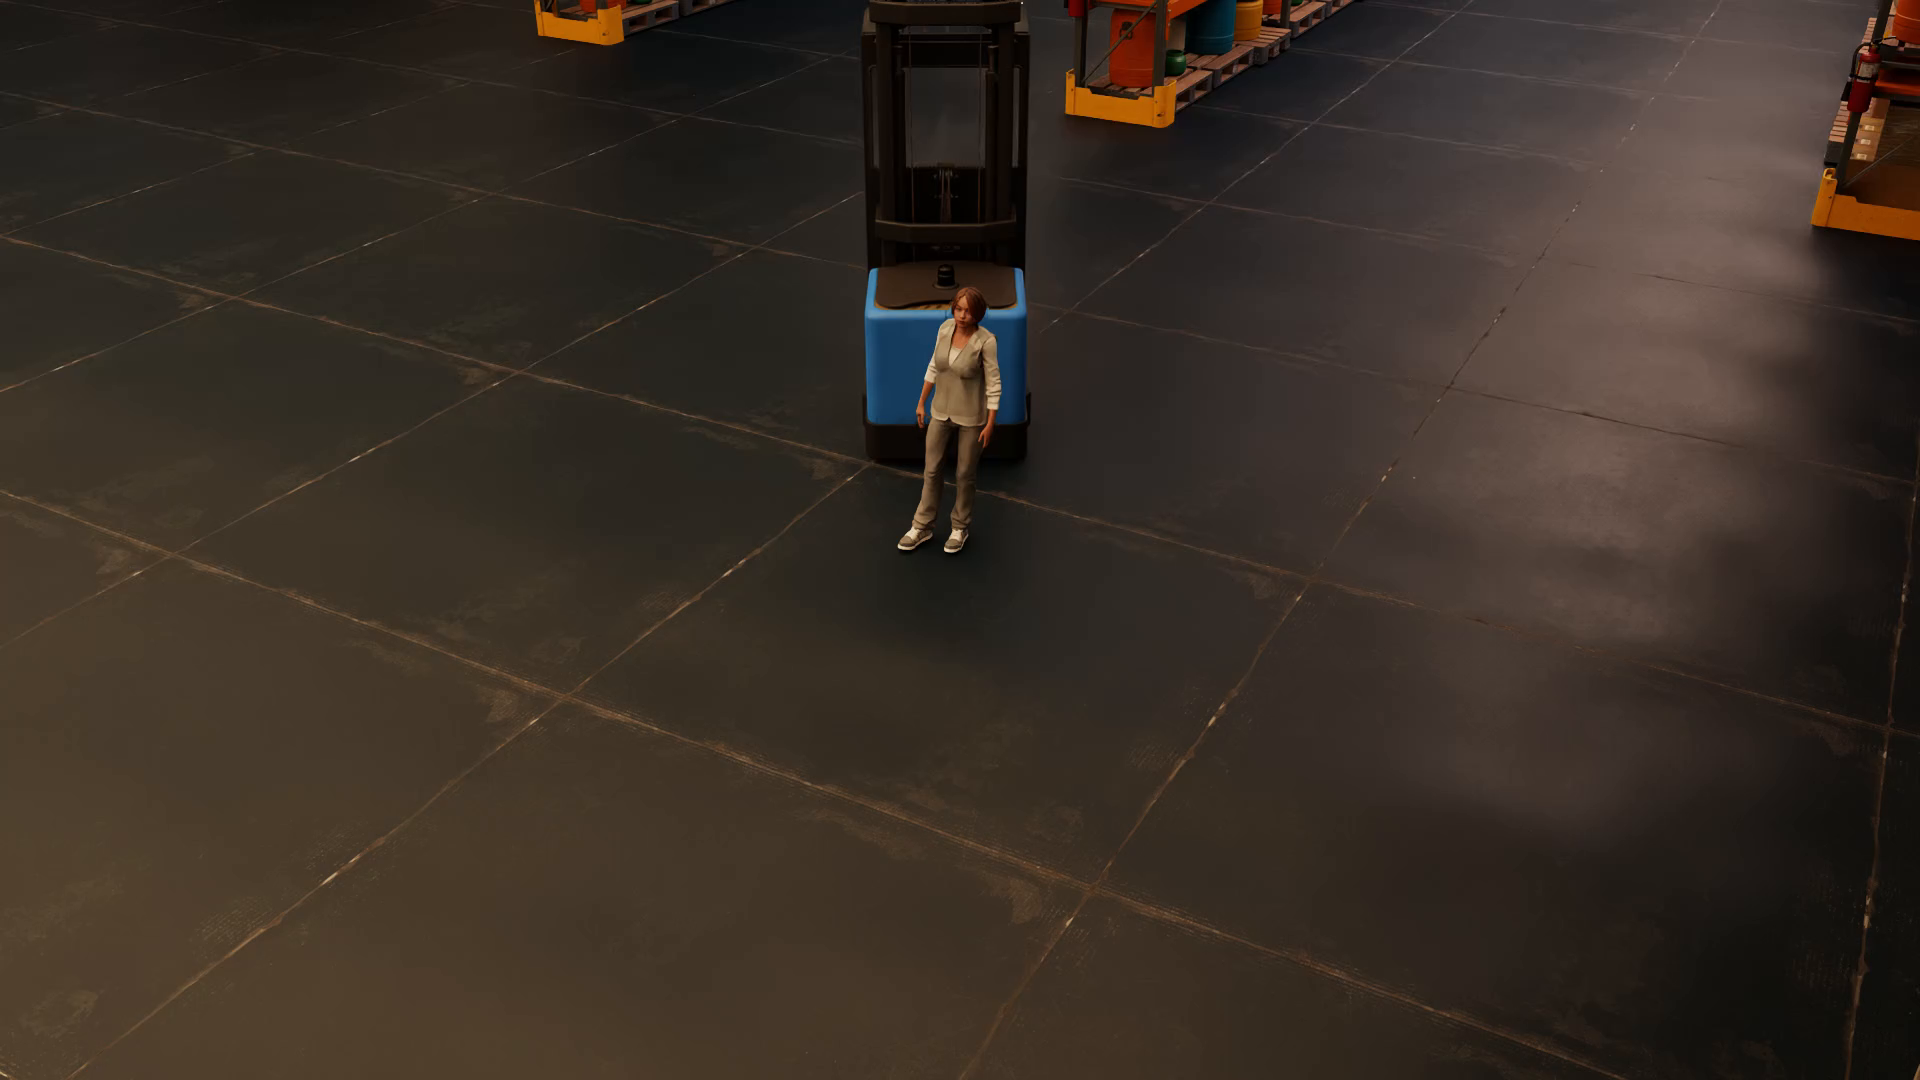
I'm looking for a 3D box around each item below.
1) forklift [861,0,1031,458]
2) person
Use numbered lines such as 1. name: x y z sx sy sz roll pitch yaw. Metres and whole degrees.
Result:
1. forklift: -0.096 -2.494 11.392 1.130 2.935 3.031 0 30 0
2. person: -0.048 -0.669 9.550 0.521 1.596 0.475 15 33 25
